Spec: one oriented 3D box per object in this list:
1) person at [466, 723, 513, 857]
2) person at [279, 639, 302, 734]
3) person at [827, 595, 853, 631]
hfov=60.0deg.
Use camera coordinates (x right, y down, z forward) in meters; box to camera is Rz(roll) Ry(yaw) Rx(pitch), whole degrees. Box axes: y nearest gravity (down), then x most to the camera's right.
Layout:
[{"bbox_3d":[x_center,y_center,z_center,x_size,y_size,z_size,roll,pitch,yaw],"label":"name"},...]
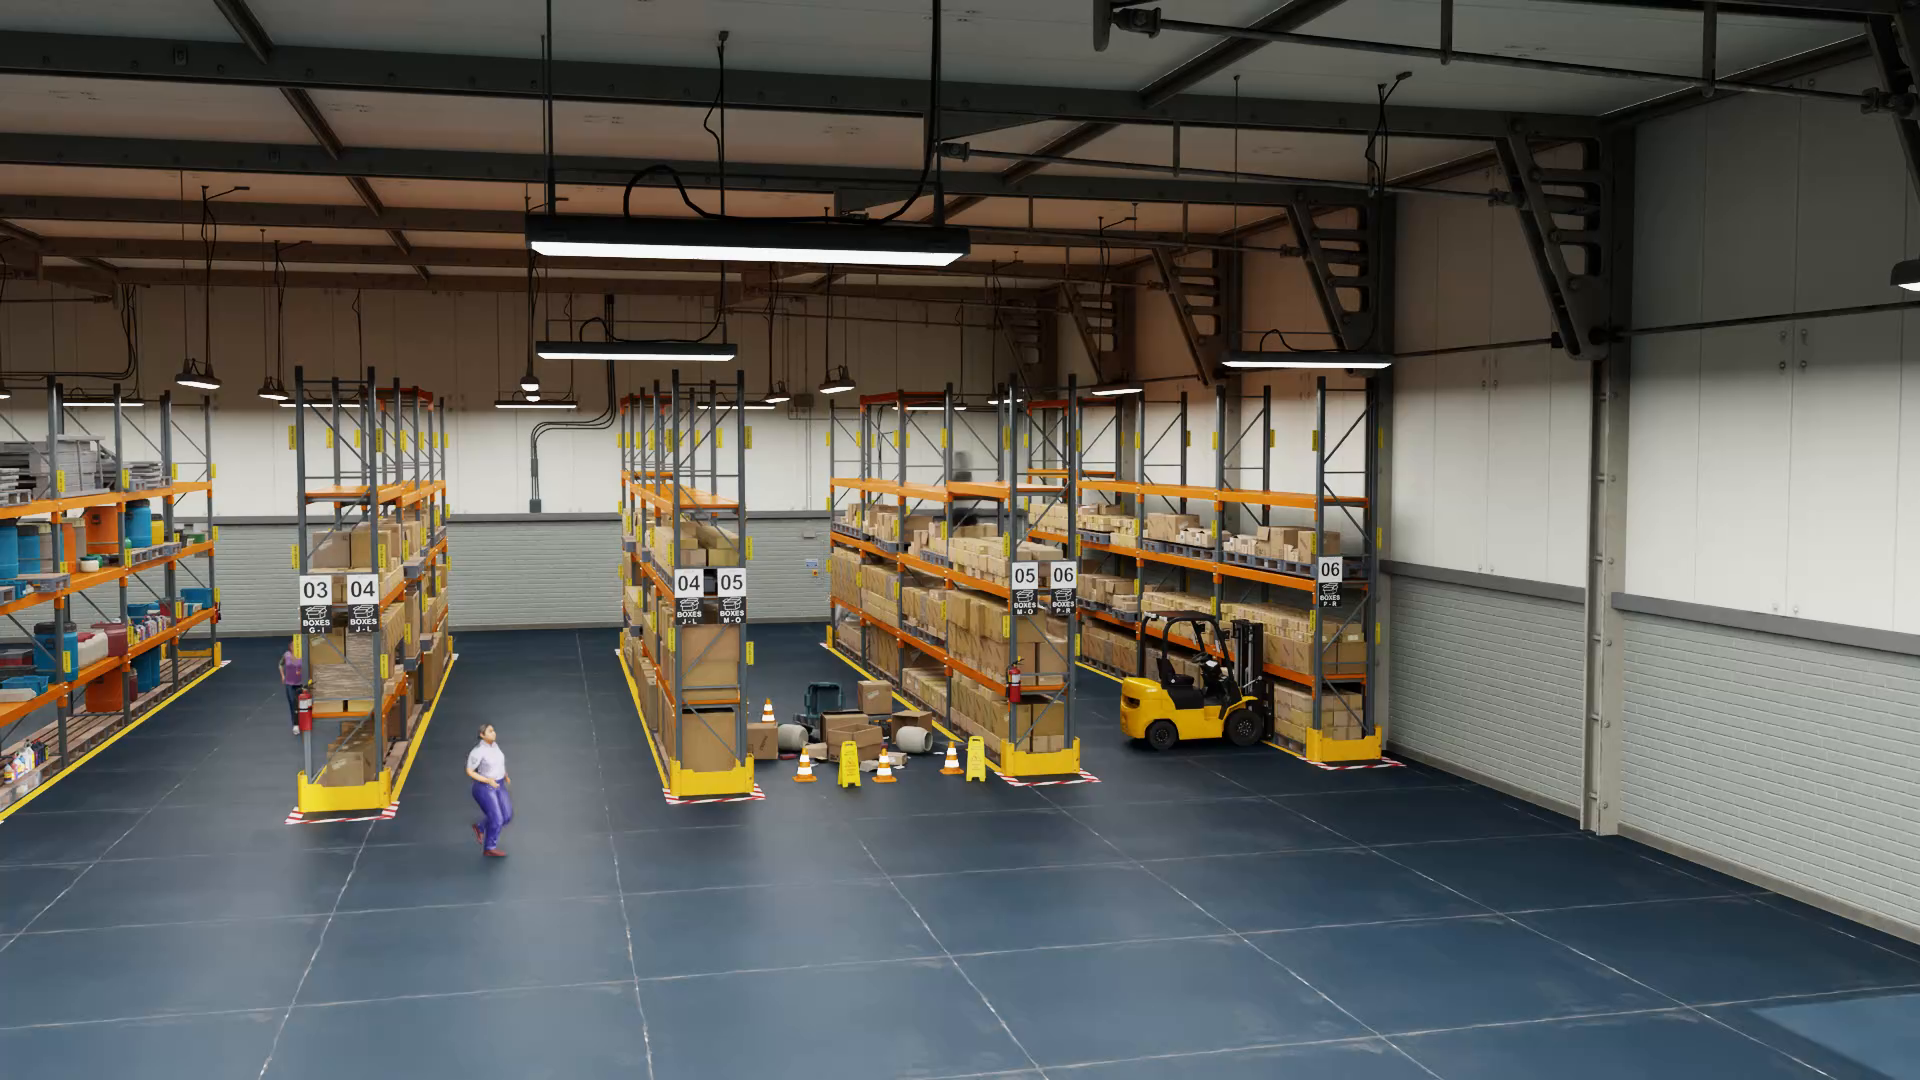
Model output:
[{"bbox_3d":[-5.696,3.010,20.072,0.558,1.587,0.605,1,4,19],"label":"person"},{"bbox_3d":[-11.436,2.489,28.609,0.542,1.601,0.800,-1,4,-15],"label":"person"},{"bbox_3d":[-2.942,1.628,41.860,0.863,1.771,0.657,-2,4,-25],"label":"person"}]
